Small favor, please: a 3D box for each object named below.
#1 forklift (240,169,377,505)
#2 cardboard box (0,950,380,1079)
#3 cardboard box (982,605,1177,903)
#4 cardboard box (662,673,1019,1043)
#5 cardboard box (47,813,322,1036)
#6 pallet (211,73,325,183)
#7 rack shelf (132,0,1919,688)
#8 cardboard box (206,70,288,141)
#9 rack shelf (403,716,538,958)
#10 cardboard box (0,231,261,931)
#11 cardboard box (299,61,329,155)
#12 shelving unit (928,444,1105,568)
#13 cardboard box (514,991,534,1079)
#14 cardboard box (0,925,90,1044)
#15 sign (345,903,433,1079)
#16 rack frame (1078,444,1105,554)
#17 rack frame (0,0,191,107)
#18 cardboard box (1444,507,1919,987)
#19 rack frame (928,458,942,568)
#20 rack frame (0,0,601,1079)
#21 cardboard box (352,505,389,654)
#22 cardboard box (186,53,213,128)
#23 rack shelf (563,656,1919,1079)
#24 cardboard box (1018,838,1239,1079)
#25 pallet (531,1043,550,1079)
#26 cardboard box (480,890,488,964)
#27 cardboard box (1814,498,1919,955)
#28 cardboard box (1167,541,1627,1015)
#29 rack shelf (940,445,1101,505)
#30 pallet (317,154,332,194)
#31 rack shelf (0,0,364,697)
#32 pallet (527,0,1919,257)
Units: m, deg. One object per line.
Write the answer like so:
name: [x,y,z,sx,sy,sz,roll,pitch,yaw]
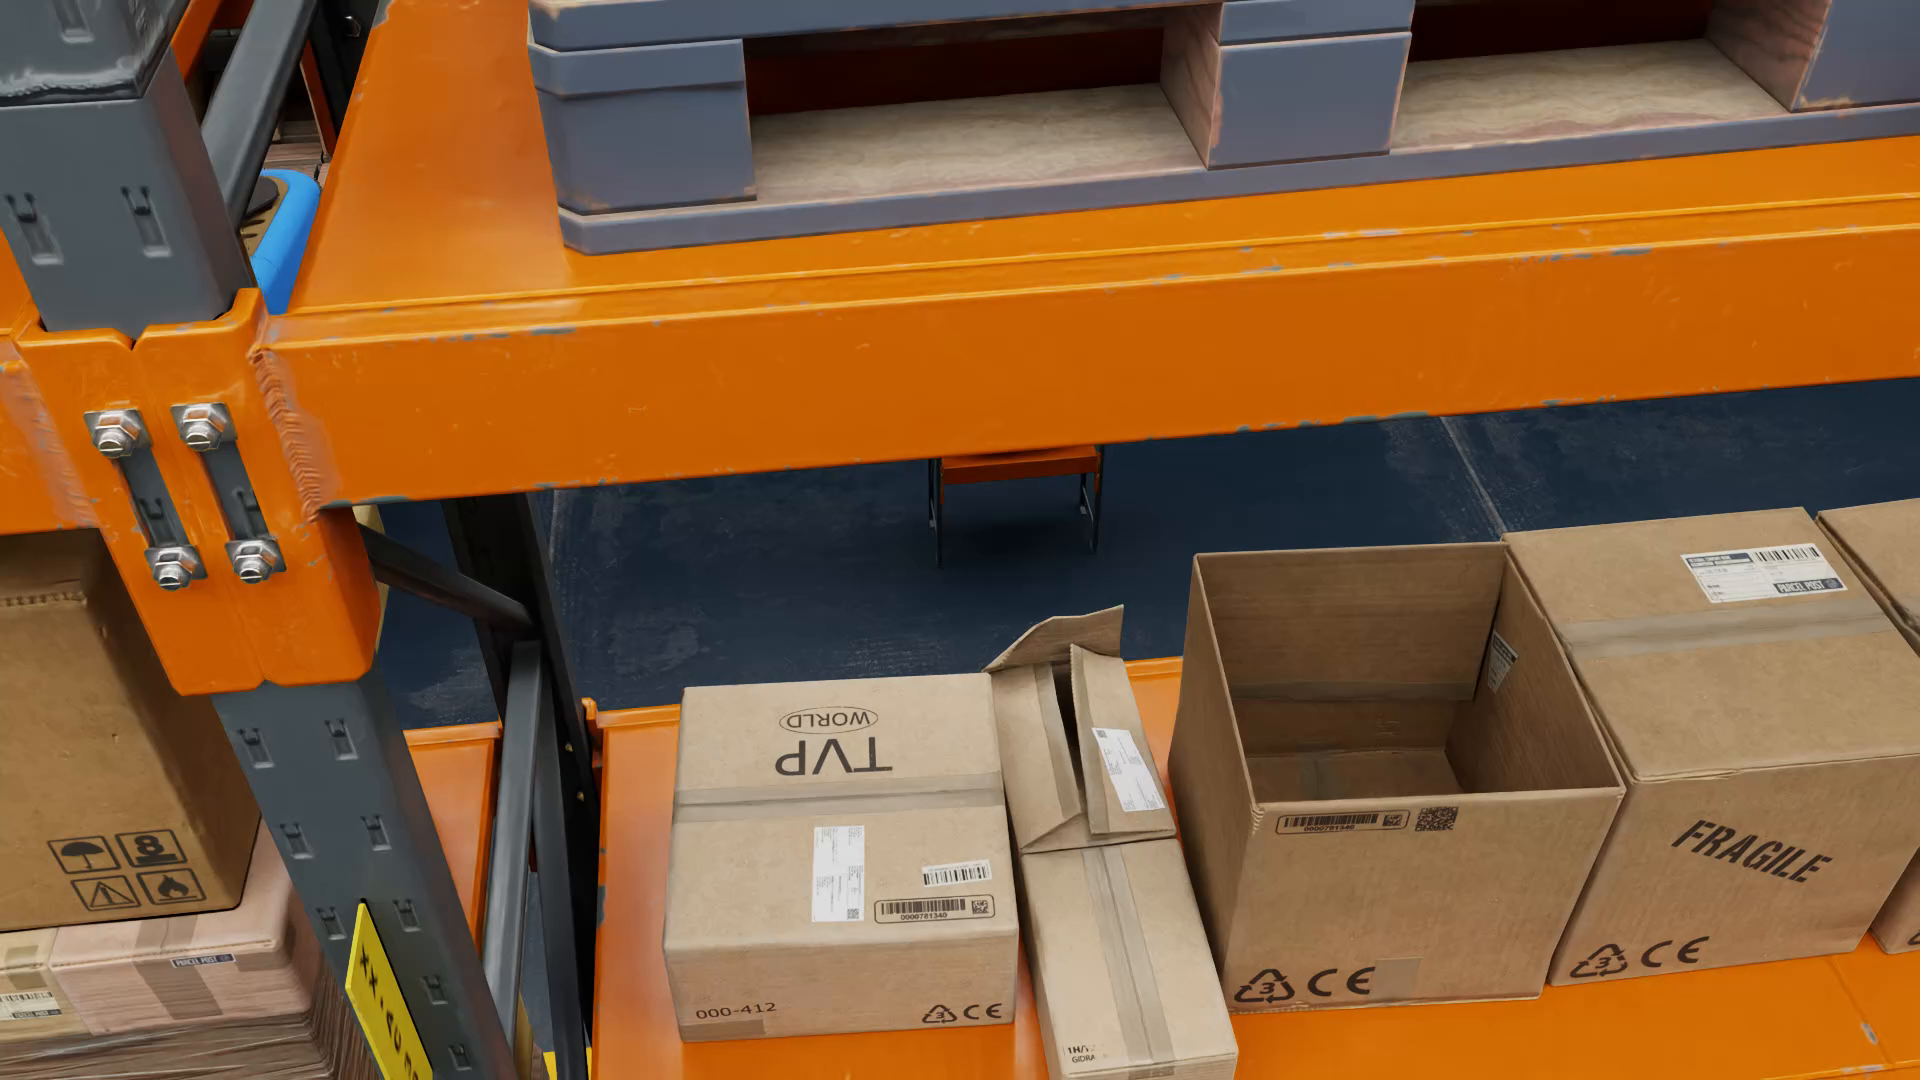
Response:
forklift: [-3.357,-1.032,4.206,3.031,2.935,1.130,-1,42,-1]
cardboard box: [-1.104,0.503,2.378,0.500,0.500,0.700,-6,42,-7]
cardboard box: [0.183,0.349,2.724,0.258,0.266,0.396,-6,42,-7]
cardboard box: [-0.183,0.481,2.589,0.500,0.250,0.500,-3,42,-3]
cardboard box: [-0.907,0.385,2.024,0.250,0.149,0.380,-5,42,-6]
pallet: [-3.185,-1.567,6.829,1.213,0.211,1.003,-5,42,-6]
rack shelf: [1.318,-0.523,1.888,4.000,0.370,1.077,-5,42,-6]
cardboard box: [-2.900,-1.771,6.774,0.250,0.149,0.380,-8,43,-9]
rack shelf: [-2.648,0.938,2.507,4.000,0.370,1.077,-5,42,-6]
cardboard box: [-1.104,0.021,1.943,0.500,0.500,0.700,-5,42,-5]
cardboard box: [-2.335,-1.910,6.666,0.500,0.500,0.500,-8,43,-9]
shelving unit: [0.164,-0.460,4.864,0.503,1.200,0.258,-5,42,-6]
cardboard box: [-1.164,1.202,3.418,0.500,0.250,0.500,-5,42,-6]
cardboard box: [-1.152,0.406,2.002,0.250,0.149,0.380,-6,42,-6]
sign: [-0.592,0.515,1.734,0.005,0.325,0.100,-5,42,-6]
rack frame: [0.406,-0.481,4.888,0.015,1.200,0.240,-5,42,-6]
rack frame: [-0.665,-1.730,0.450,0.127,3.000,1.000,-5,42,-6]
cardboard box: [1.118,0.315,2.586,0.500,0.500,0.500,-5,42,-5]
rack frame: [-0.078,-0.439,4.841,0.015,1.200,0.240,-5,42,-6]
rack frame: [-0.665,0.498,2.459,0.127,3.000,1.000,-5,42,-6]
cardboard box: [-0.957,0.114,2.325,0.250,0.149,0.380,-5,42,-6]
cardboard box: [-3.280,-1.760,6.500,0.500,0.500,0.700,-7,43,-8]
rack shelf: [1.318,0.591,2.892,4.000,0.370,1.077,-5,42,-6]
cardboard box: [0.240,0.650,2.478,0.250,0.149,0.380,-5,42,-6]
pallet: [-1.459,1.574,3.347,1.213,0.211,1.003,-5,42,-6]
cardboard box: [-1.165,0.916,3.174,0.500,0.500,0.500,-5,42,-6]
cardboard box: [1.640,0.270,2.637,0.500,0.500,0.500,-7,43,-8]
cardboard box: [0.621,0.359,2.538,0.500,0.500,0.500,-2,42,-2]
rack shelf: [0.164,-0.263,5.042,0.480,0.148,0.258,-5,42,-6]
pallet: [-1.972,-1.675,6.949,1.213,0.211,1.003,-5,42,-6]
rack shelf: [-2.648,-0.175,1.503,4.000,0.370,1.077,-5,42,-6]
pallet: [0.208,-0.630,1.613,1.217,0.209,0.805,-7,42,-7]
